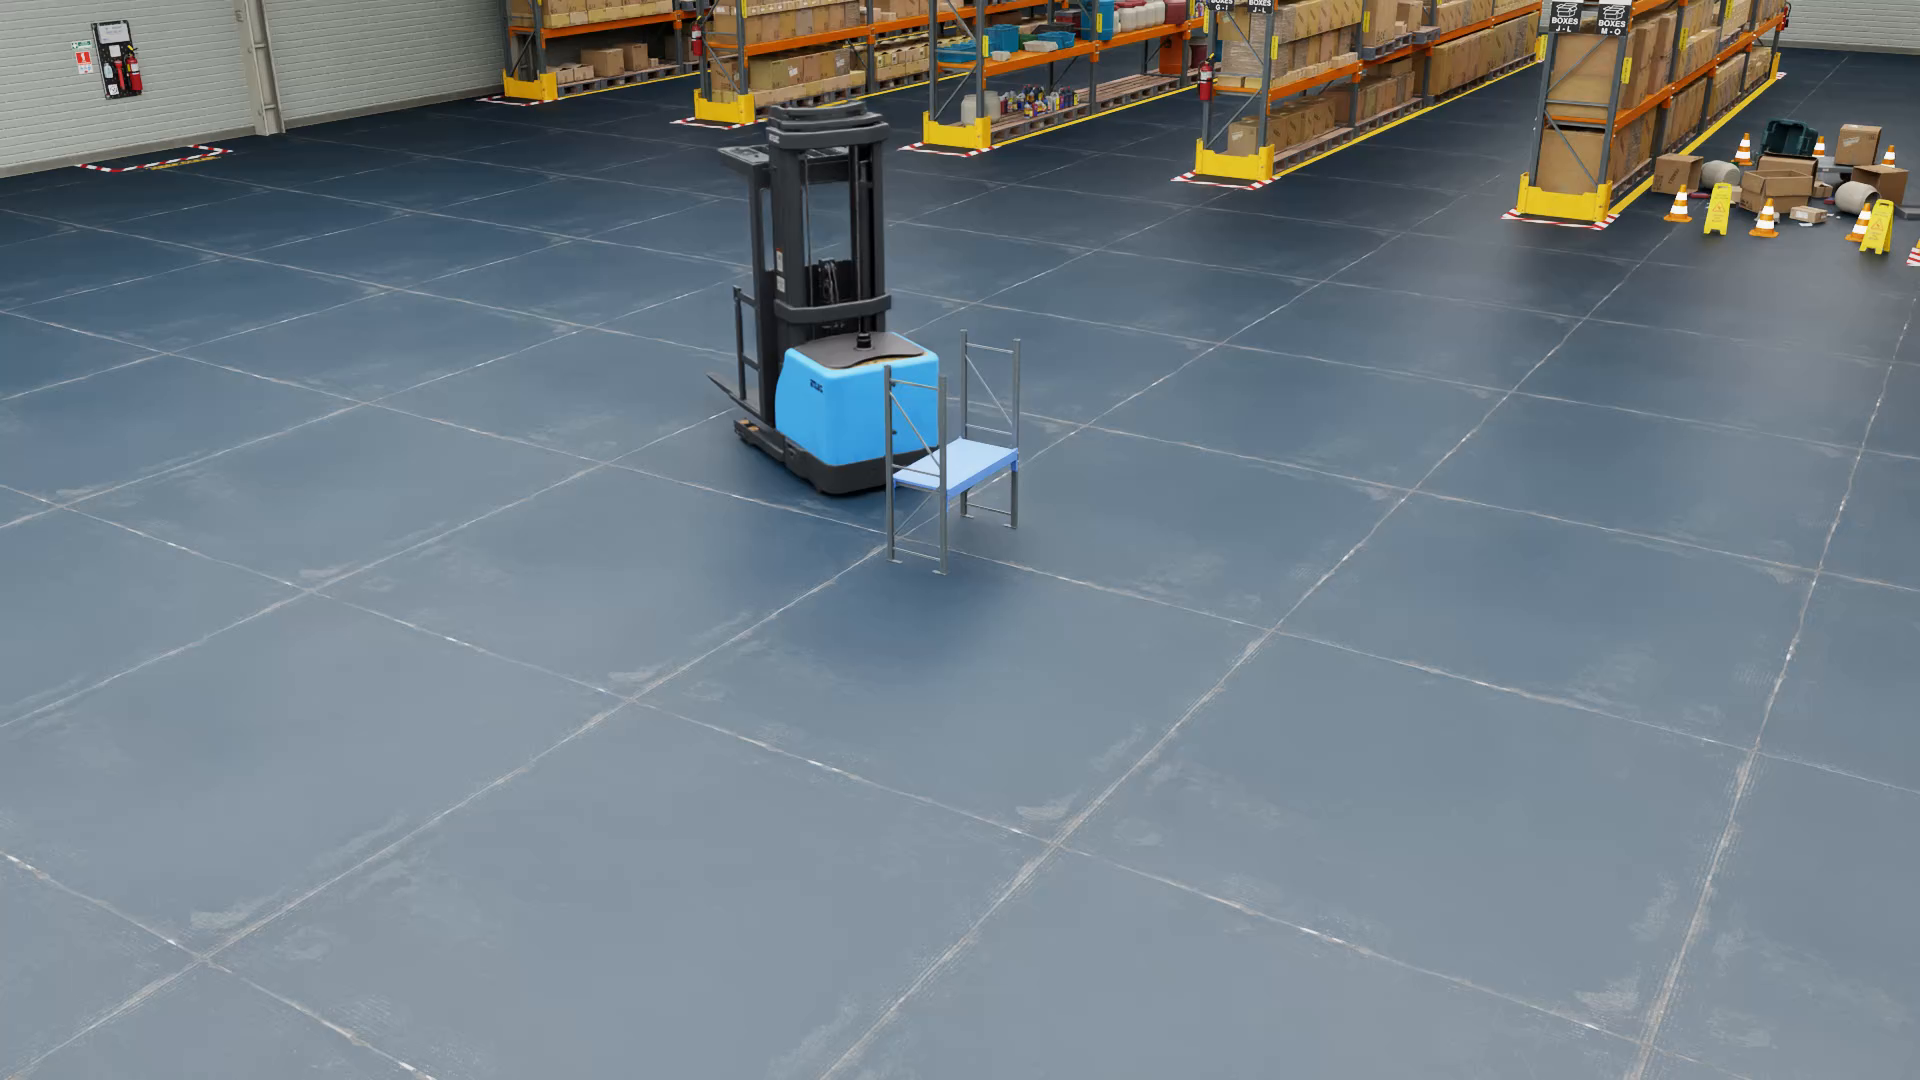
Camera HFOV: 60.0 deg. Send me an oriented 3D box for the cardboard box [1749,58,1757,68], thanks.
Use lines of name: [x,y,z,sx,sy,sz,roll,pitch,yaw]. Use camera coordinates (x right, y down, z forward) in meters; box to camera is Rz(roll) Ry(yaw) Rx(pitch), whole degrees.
cardboard box: [15.611,-9.493,33.049,0.380,0.149,0.250,15,27,30]

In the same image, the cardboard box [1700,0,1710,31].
cardboard box: [12.023,-8.759,27.659,0.700,0.500,0.500,13,27,28]

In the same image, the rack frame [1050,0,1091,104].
rack frame: [2.059,-9.336,30.375,0.949,2.616,0.053,14,27,29]

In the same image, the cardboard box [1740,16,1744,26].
cardboard box: [14.333,-9.655,30.901,0.380,0.149,0.250,14,27,29]

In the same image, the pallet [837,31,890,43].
pallet: [-2.484,-12.557,41.325,1.003,0.211,1.213,14,27,29]

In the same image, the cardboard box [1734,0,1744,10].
cardboard box: [14.956,-9.761,32.406,0.831,1.746,3.896,14,27,29]

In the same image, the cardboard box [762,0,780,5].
cardboard box: [-3.702,-10.018,30.193,0.700,0.500,0.500,13,27,28]

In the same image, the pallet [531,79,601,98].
pallet: [-7.972,-9.075,33.283,1.003,0.211,1.213,14,27,29]

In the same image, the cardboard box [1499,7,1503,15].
cardboard box: [11.061,-11.002,34.540,0.380,0.149,0.250,13,27,27]

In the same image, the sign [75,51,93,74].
sign: [-13.716,-7.480,26.044,0.001,0.329,0.234,14,27,29]

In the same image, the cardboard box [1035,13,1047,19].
cardboard box: [2.129,-12.382,40.005,0.500,0.500,0.500,14,27,29]

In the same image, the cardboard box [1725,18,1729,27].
cardboard box: [13.372,-9.178,29.424,0.380,0.149,0.250,14,27,29]

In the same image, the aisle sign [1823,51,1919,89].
aisle sign: [17.897,-8.706,28.677,6.000,3.194,21.764,14,27,29]

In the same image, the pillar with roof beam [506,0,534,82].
pillar with roof beam: [-5.179,-12.331,29.742,9.100,9.000,0.400,14,27,29]

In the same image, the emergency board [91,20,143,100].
emergency board: [-13.337,-7.629,26.432,0.194,1.169,0.643,14,27,29]

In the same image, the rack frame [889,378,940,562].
rack frame: [-0.312,-0.488,11.824,0.475,1.308,0.013,14,27,29]

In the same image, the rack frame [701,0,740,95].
rack frame: [-4.263,-9.026,29.660,0.949,2.616,0.053,14,27,29]

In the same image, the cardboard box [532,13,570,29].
cardboard box: [-7.943,-10.101,32.306,0.500,0.250,0.500,13,27,27]

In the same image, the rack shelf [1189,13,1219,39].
rack shelf: [5.221,-11.031,35.197,1.077,0.370,4.000,14,27,29]

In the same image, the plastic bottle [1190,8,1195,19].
plastic bottle: [4.669,-10.708,33.700,0.152,0.276,0.135,14,27,29]

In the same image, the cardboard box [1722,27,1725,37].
cardboard box: [13.225,-8.943,29.255,0.380,0.149,0.250,15,28,32]

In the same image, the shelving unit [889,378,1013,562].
shelving unit: [-0.054,-0.653,12.205,0.475,1.308,0.991,14,27,29]

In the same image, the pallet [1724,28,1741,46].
pallet: [13.544,-9.164,30.219,1.003,0.211,1.213,14,27,29]

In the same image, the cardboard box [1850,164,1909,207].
cardboard box: [12.962,-4.999,23.501,0.500,0.500,0.500,-7,24,-17]

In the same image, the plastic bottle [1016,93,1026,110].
plastic bottle: [1.093,-7.873,29.871,0.152,0.276,0.135,14,27,29]

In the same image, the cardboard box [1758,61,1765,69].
cardboard box: [16.184,-9.705,33.913,0.380,0.149,0.250,14,27,30]

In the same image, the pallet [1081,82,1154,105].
pallet: [3.080,-8.743,32.516,1.003,0.211,1.213,14,27,29]

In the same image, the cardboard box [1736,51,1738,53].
cardboard box: [15.844,-10.049,34.334,0.380,0.149,0.250,12,26,26]

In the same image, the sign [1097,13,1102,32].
sign: [2.518,-9.344,30.046,0.100,0.325,0.005,14,27,29]

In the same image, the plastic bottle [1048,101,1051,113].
plastic bottle: [1.562,-7.703,29.572,0.097,0.201,0.097,0,23,0]

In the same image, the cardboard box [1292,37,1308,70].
cardboard box: [4.930,-7.664,26.014,0.875,0.500,0.500,14,27,29]

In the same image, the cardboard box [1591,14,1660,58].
cardboard box: [9.608,-7.308,24.144,0.875,0.550,0.550,14,27,29]

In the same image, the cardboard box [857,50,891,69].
cardboard box: [-1.720,-9.651,33.330,0.500,0.311,0.500,14,27,29]

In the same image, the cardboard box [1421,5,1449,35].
cardboard box: [8.861,-9.801,31.325,0.500,0.500,0.500,15,27,30]

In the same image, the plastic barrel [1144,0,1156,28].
plastic barrel: [3.583,-10.203,32.239,0.421,0.512,0.421,0,23,0]

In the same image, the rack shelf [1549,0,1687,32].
rack shelf: [9.369,-7.596,23.487,1.077,0.370,4.000,14,27,29]

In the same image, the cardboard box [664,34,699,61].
cardboard box: [-5.986,-10.719,36.163,0.700,0.500,0.500,15,28,31]

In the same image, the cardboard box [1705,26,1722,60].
cardboard box: [12.525,-8.412,28.117,0.500,0.500,0.500,14,27,29]

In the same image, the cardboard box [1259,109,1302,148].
cardboard box: [5.130,-6.617,26.714,0.500,0.500,0.500,17,29,34]

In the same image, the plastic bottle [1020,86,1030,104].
plastic bottle: [1.178,-8.073,30.240,0.144,0.351,0.185,13,26,27]

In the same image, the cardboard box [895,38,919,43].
cardboard box: [-1.107,-10.448,35.171,0.500,0.311,0.500,13,27,28]

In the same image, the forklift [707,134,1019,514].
forklift: [0.144,-5.120,19.883,10.324,3.598,15.967,-13,27,-28]

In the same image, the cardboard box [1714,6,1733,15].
cardboard box: [13.497,-9.395,29.550,0.380,0.149,0.250,15,28,31]

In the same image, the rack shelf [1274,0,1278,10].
rack shelf: [5.209,-8.670,25.967,1.077,0.370,4.000,14,27,29]

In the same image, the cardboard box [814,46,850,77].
cardboard box: [-2.483,-9.282,32.239,0.500,0.500,0.500,14,27,29]

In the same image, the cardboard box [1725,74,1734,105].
cardboard box: [13.923,-8.323,30.653,0.500,0.500,0.500,13,27,28]

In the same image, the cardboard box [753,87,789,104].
cardboard box: [-3.528,-8.260,30.823,0.500,0.250,0.500,14,27,29]

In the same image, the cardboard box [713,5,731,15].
cardboard box: [-4.220,-9.538,29.900,0.380,0.149,0.250,13,27,28]

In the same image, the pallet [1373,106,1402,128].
pallet: [7.316,-7.695,30.095,1.003,0.211,1.213,14,27,29]

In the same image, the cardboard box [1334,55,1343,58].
cardboard box: [6.077,-7.895,27.363,0.380,0.149,0.250,14,27,29]

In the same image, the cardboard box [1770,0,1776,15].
cardboard box: [15.929,-10.740,33.118,0.500,0.500,0.500,15,28,32]

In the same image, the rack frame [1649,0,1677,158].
rack frame: [10.422,-7.225,25.501,0.949,2.616,0.053,14,27,29]

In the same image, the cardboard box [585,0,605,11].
cardboard box: [-7.416,-10.783,32.937,0.500,0.500,0.500,13,27,27]

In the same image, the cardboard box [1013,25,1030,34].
cardboard box: [1.254,-11.397,37.730,0.500,0.500,0.500,13,27,27]

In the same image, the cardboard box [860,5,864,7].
cardboard box: [-1.842,-10.649,33.578,0.396,0.266,0.258,13,27,28]

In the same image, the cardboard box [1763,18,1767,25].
cardboard box: [15.725,-10.291,32.899,0.380,0.149,0.250,15,28,31]

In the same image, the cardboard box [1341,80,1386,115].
cardboard box: [7.168,-7.902,29.655,0.700,0.500,0.500,11,26,24]

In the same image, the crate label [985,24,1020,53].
crate label: [0.687,-8.680,28.817,0.502,0.435,0.616,14,27,29]
